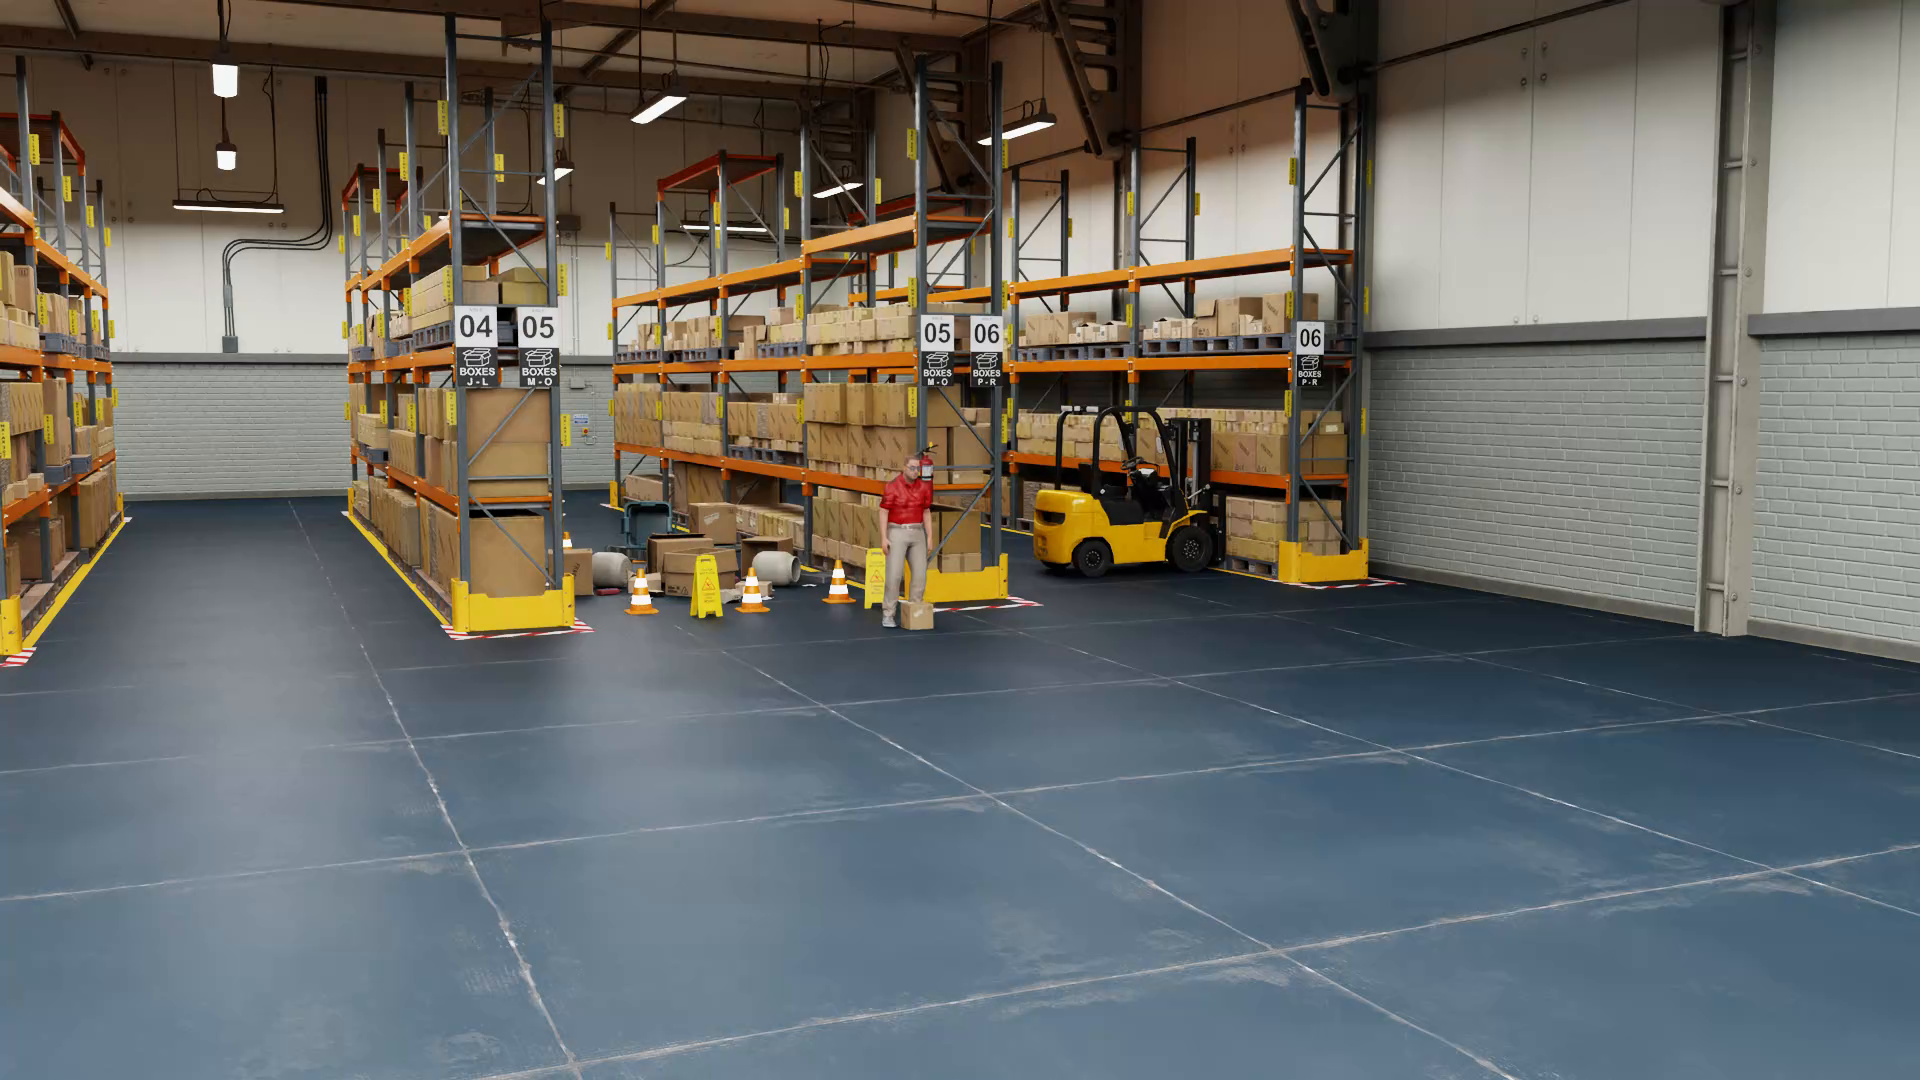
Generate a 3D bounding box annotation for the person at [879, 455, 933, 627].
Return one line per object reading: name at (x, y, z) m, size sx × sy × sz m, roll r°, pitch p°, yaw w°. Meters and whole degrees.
person at (-0.539, 0.000, 16.829) m, size 0.597 × 1.725 × 0.389 m, roll -3°, pitch 6°, yaw -27°
